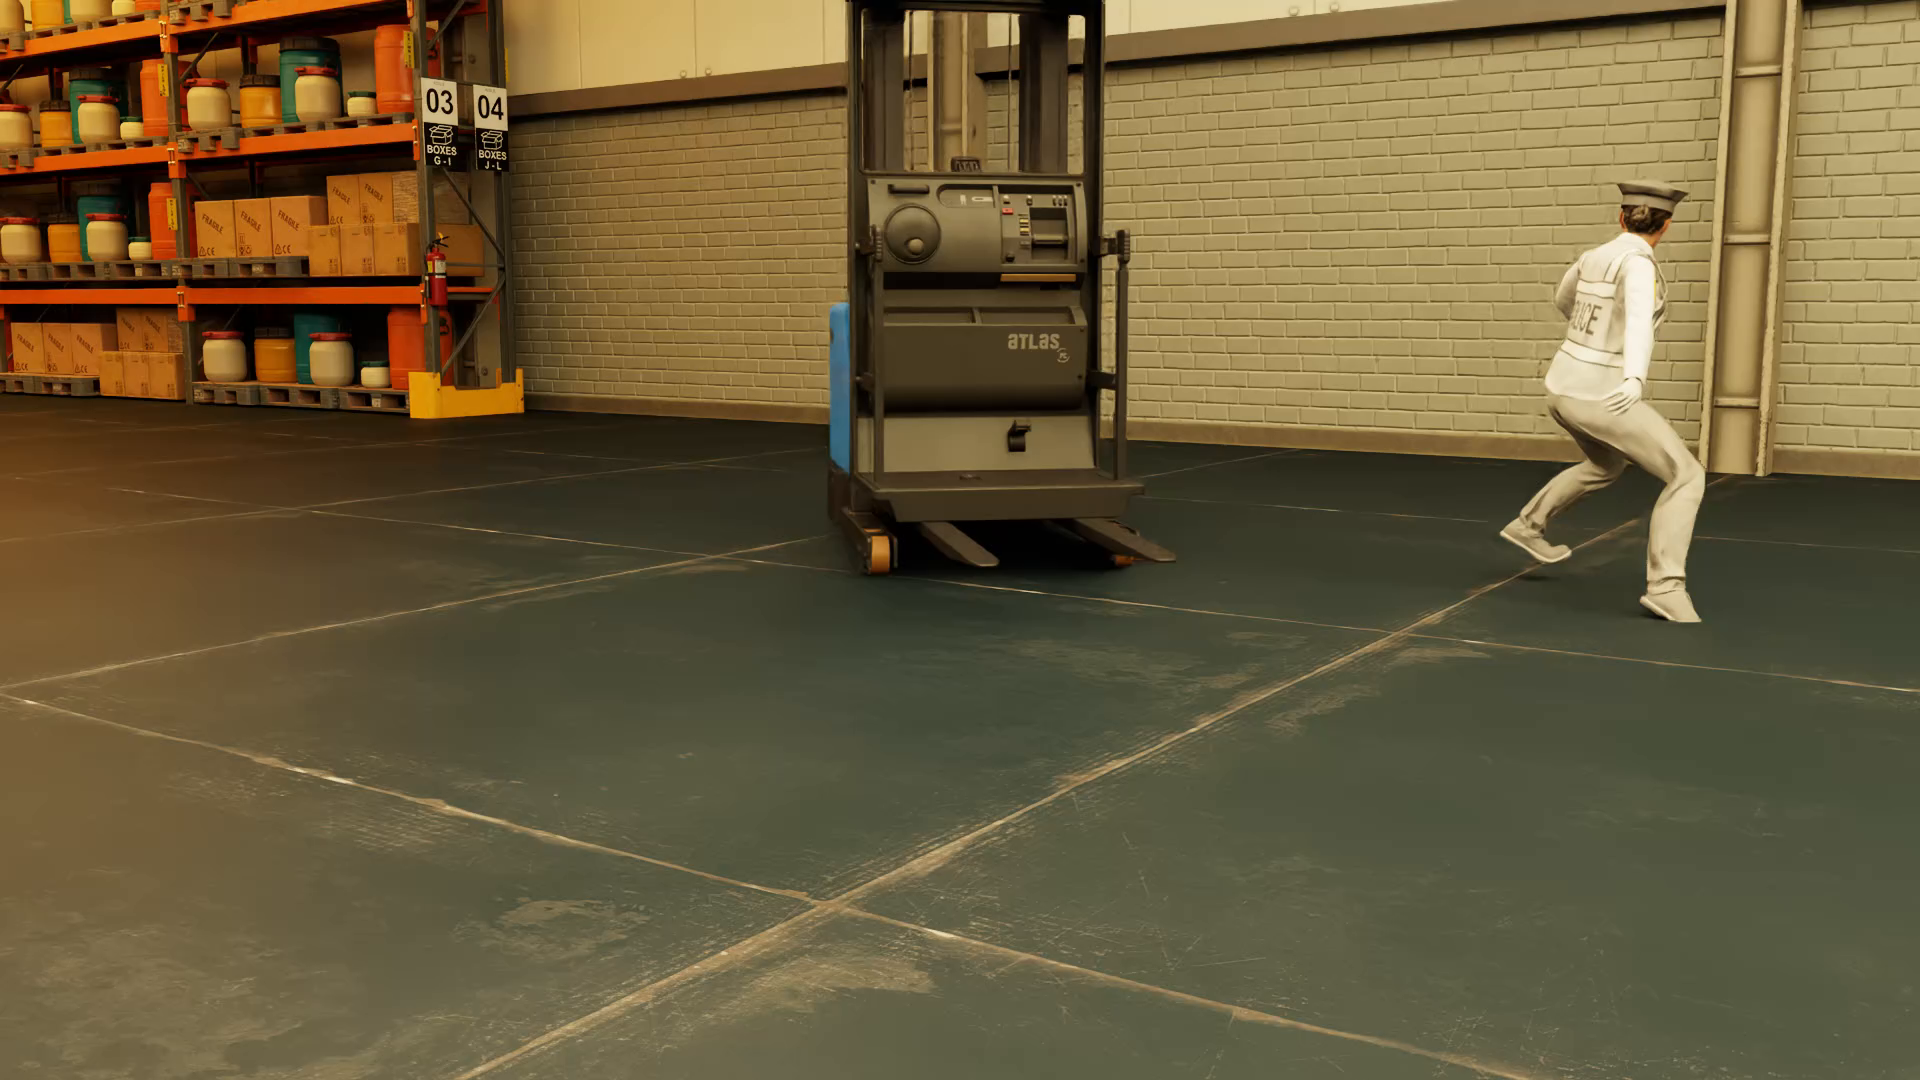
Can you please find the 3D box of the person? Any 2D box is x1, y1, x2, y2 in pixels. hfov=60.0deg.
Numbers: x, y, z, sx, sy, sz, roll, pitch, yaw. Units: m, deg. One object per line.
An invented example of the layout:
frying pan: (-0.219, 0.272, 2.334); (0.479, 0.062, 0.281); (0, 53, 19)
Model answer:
person: (2.350, -0.486, 5.961); (0.521, 1.589, 1.098); (1, 8, 4)

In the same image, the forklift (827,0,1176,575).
forklift: (0.115, -1.365, 6.791); (1.130, 2.935, 3.031); (-1, 8, -10)
